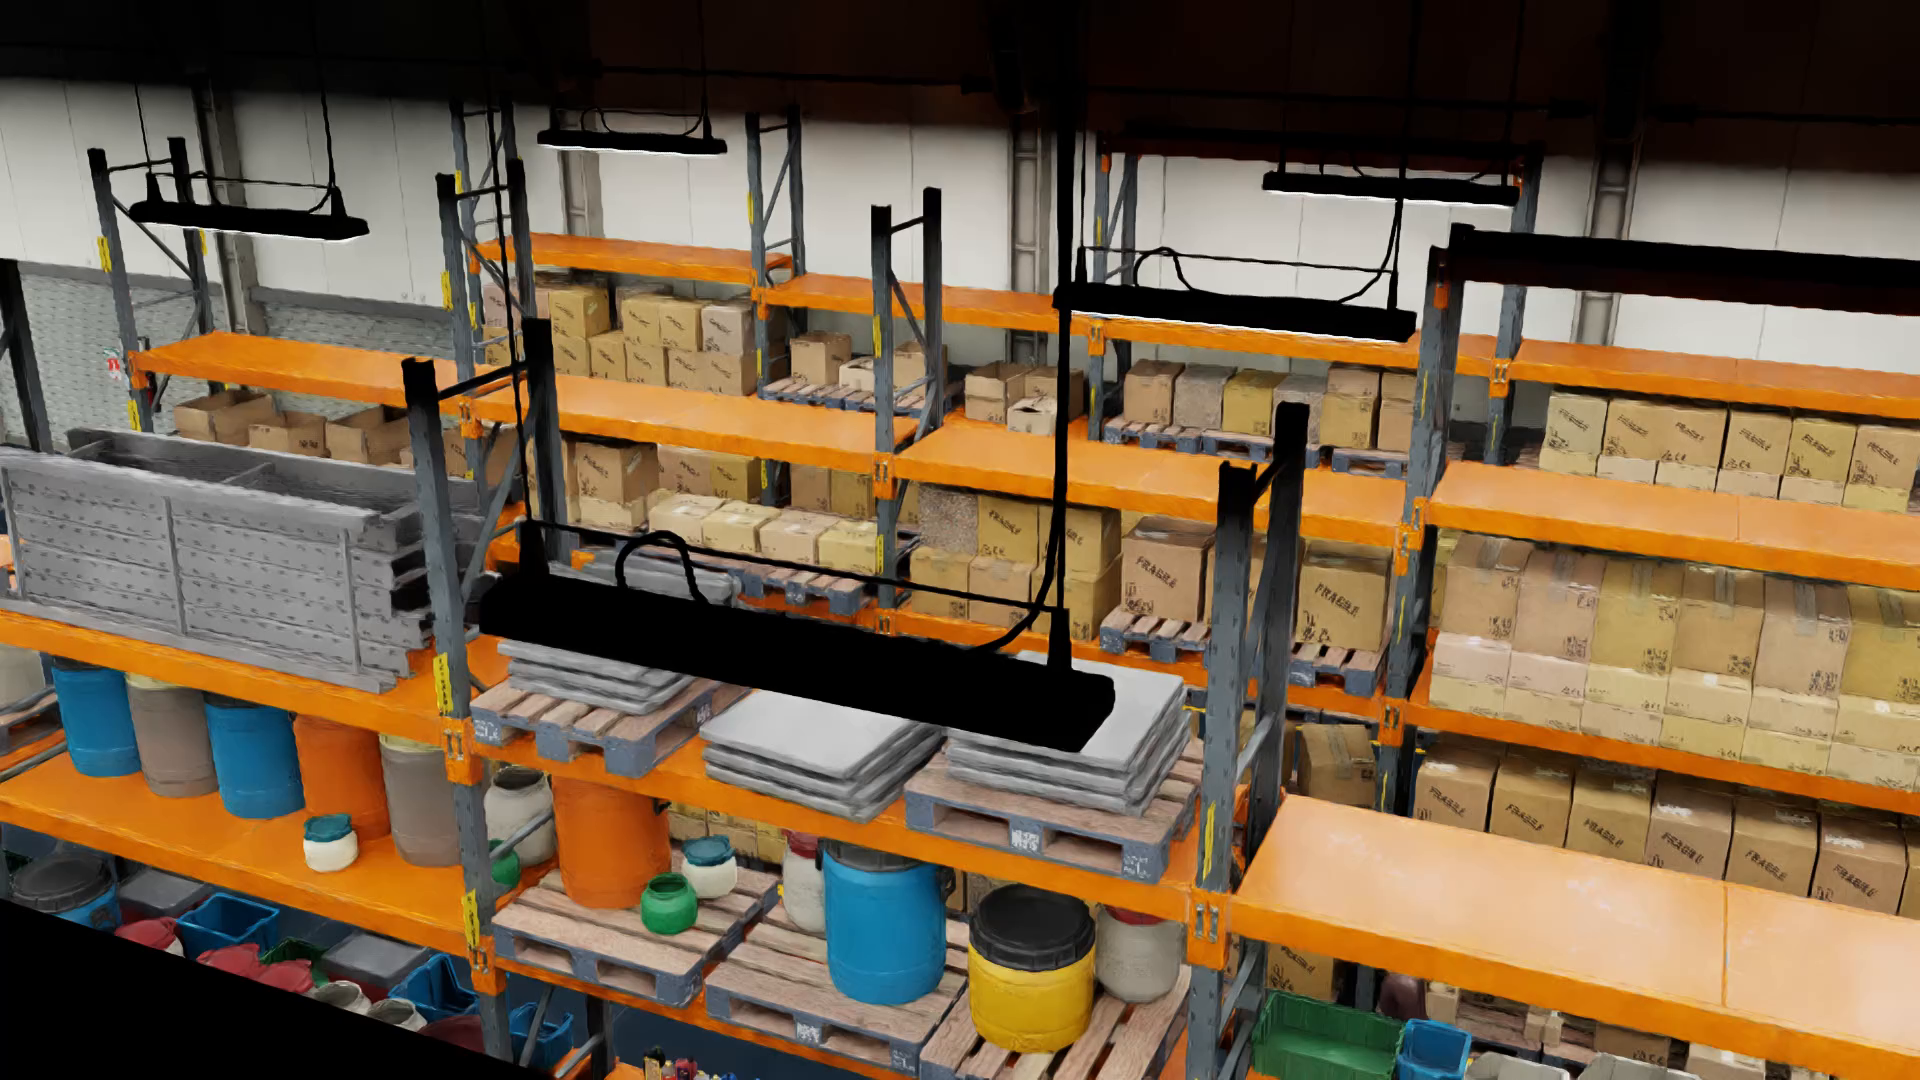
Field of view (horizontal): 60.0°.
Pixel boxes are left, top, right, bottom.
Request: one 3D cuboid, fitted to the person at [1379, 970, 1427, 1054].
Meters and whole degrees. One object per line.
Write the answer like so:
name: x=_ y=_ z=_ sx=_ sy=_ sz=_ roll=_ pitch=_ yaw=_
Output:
person: x=2.958 y=3.368 z=11.247 sx=1.193 sy=1.698 sz=0.598 roll=10 pitch=23 yaw=24
